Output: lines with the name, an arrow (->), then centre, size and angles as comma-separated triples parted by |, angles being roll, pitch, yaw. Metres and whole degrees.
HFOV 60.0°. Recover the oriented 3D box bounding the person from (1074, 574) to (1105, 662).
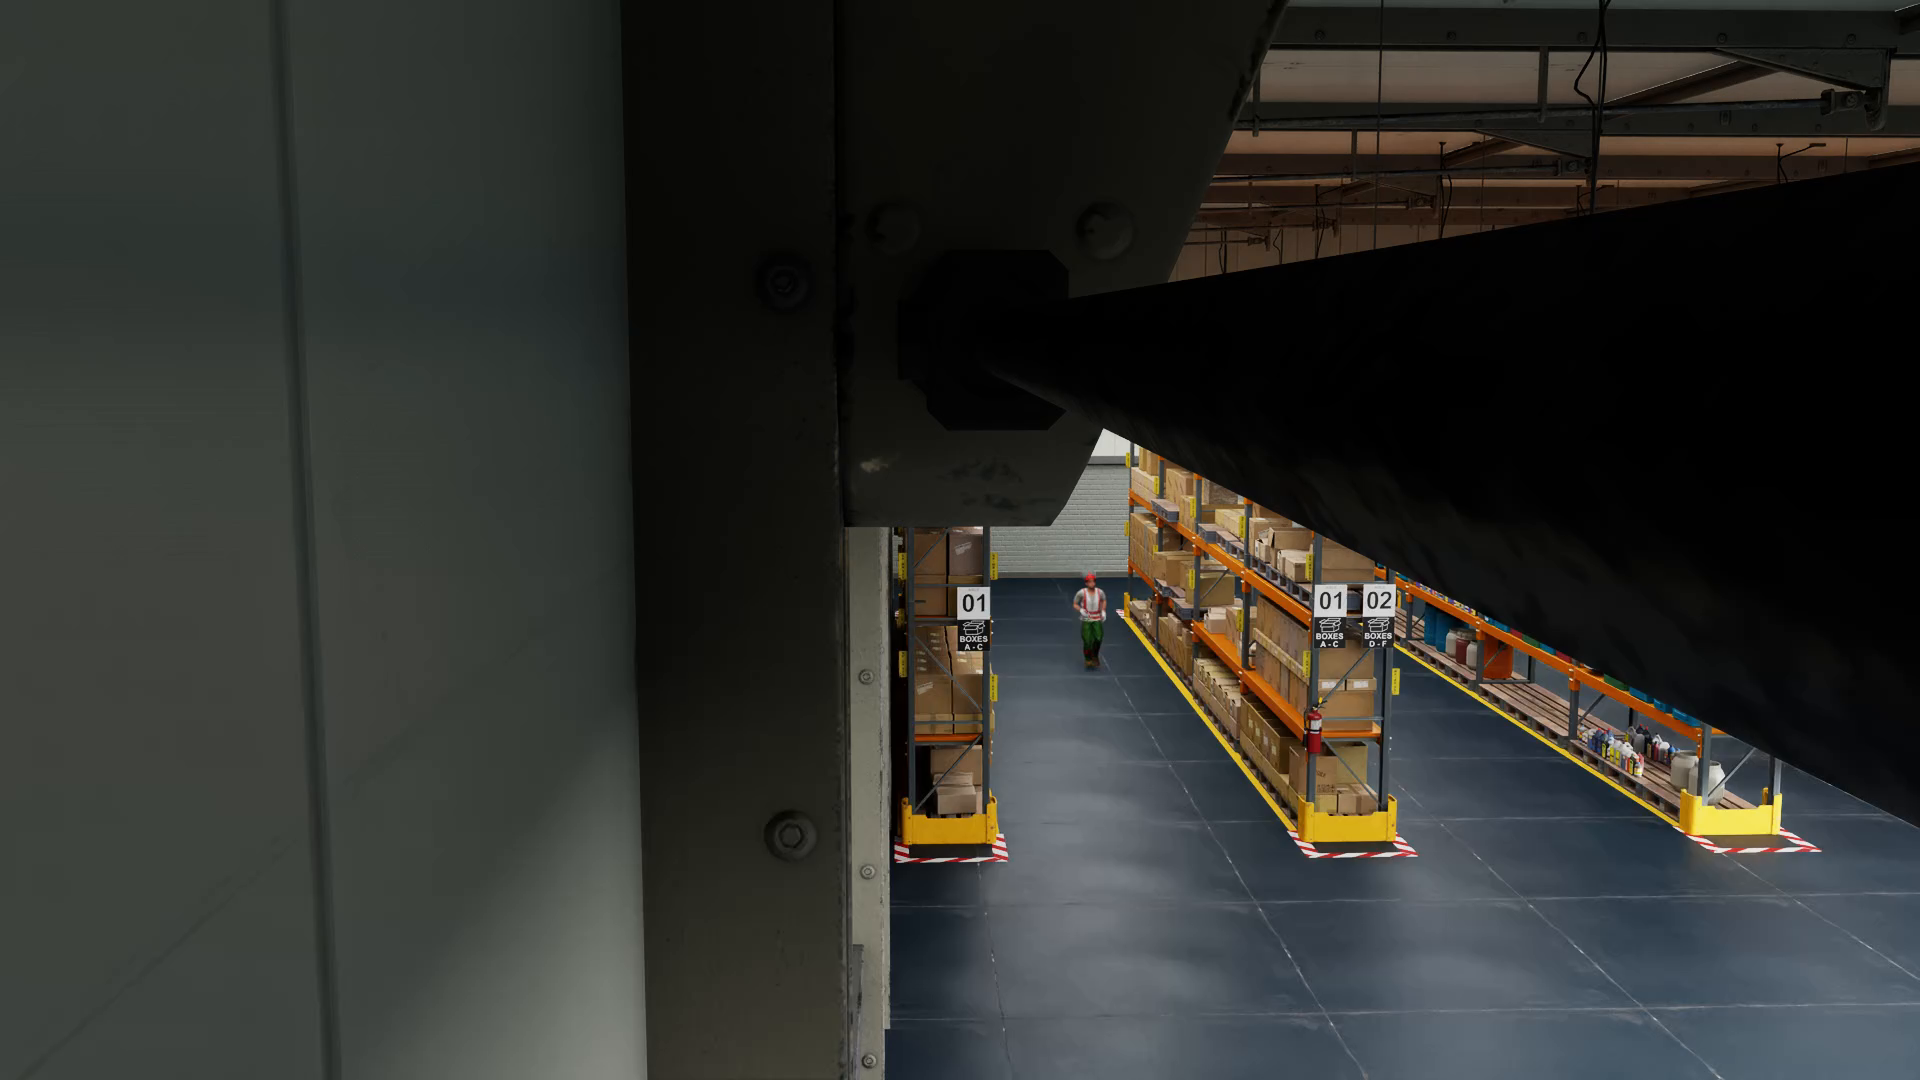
person -> 2.417, 1.468, 30.878 | 0.618, 1.689, 0.569 | -1, 7, -5
